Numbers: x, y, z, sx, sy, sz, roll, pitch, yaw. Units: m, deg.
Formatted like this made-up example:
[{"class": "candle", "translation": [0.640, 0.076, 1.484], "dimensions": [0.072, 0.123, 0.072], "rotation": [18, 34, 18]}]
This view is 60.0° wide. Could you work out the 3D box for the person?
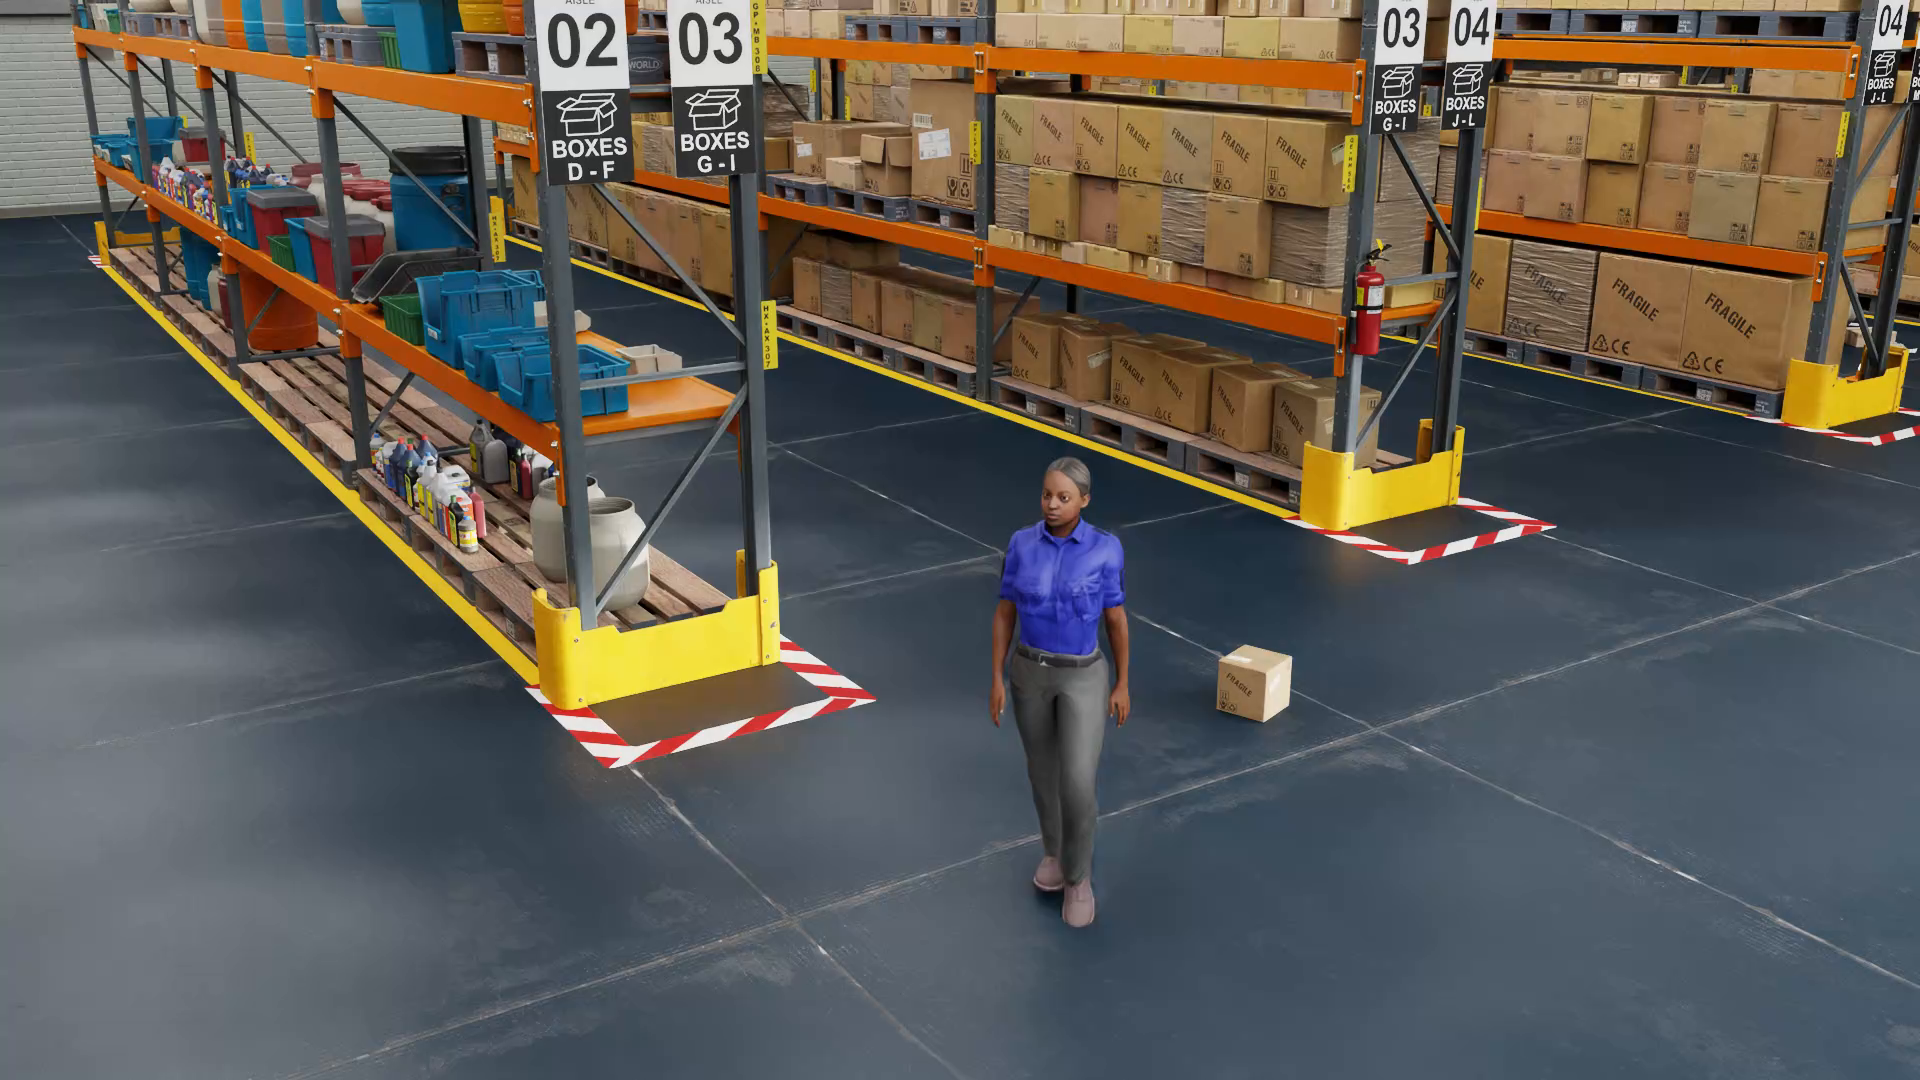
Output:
[{"class": "person", "translation": [0.345, 0.548, 5.921], "dimensions": [0.485, 1.714, 0.495], "rotation": [7, 19, 19]}]
